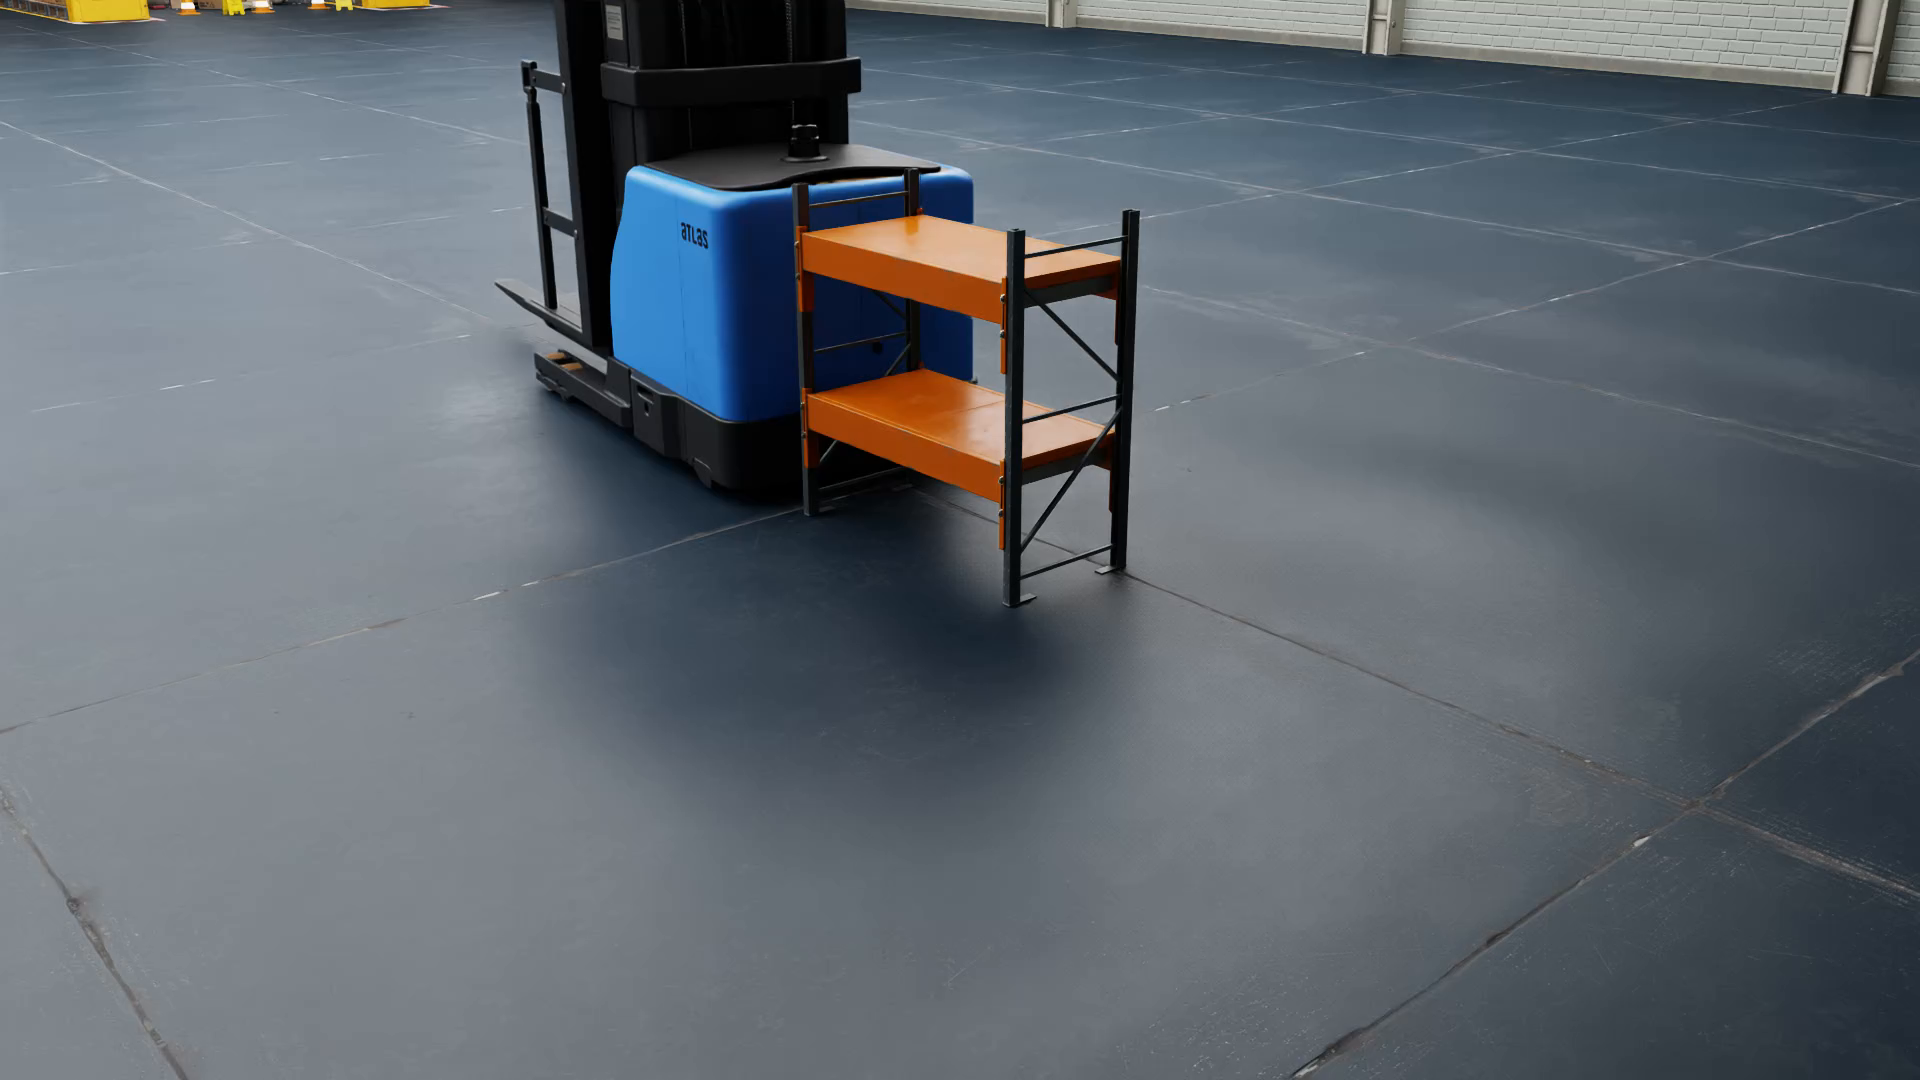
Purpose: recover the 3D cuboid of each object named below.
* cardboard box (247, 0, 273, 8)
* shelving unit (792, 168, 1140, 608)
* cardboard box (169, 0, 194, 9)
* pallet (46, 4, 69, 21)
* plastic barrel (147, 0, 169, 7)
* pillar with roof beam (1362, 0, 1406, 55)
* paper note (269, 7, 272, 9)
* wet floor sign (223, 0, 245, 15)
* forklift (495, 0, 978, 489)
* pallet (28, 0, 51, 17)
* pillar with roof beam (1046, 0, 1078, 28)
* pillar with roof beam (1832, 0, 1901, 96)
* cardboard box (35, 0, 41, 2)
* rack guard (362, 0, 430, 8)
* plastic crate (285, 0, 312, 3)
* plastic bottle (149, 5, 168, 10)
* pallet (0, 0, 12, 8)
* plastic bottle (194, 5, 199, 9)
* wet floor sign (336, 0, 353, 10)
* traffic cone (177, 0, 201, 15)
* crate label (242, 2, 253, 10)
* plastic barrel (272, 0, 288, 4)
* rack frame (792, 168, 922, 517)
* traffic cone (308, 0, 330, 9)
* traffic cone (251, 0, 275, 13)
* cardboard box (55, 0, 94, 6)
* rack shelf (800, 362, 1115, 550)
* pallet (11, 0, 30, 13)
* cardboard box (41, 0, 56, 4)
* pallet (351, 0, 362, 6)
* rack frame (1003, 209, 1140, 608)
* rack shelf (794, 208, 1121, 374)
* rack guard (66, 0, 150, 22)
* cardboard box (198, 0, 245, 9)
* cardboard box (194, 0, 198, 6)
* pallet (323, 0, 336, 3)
[{"bbox_3d":[-12.628,-9.675,29.983,0.380,0.149,0.250,-4,22,-10],"label":"cardboard box"},{"bbox_3d":[-0.004,-0.526,5.284,0.538,1.125,1.048,-17,27,-37],"label":"shelving unit"},{"bbox_3d":[-14.020,-9.711,29.914,0.396,0.266,0.258,-12,25,-28],"label":"cardboard box"},{"bbox_3d":[-14.507,-8.819,27.712,1.003,0.211,1.213,-17,27,-37],"label":"pallet"},{"bbox_3d":[-14.635,-9.873,30.110,0.512,0.421,0.421,0,21,-1],"label":"plastic barrel"},{"bbox_3d":[2.232,-9.507,17.417,9.100,9.000,0.400,-17,27,-37],"label":"pillar with roof beam"},{"bbox_3d":[-12.367,-9.527,29.765,0.142,0.019,0.148,12,24,27],"label":"paper note"},{"bbox_3d":[-12.407,-9.283,28.299,0.232,0.644,0.267,17,27,36],"label":"wet floor sign"},{"bbox_3d":[-1.159,-2.024,6.632,1.130,2.935,3.031,-13,25,-30],"label":"forklift"},{"bbox_3d":[-15.300,-9.156,28.572,1.003,0.211,1.213,-17,27,-37],"label":"pallet"},{"bbox_3d":[-1.684,-11.165,21.650,9.100,9.000,0.400,-17,27,-37],"label":"pillar with roof beam"},{"bbox_3d":[6.149,-7.849,13.185,9.100,9.000,0.400,-17,27,-37],"label":"pillar with roof beam"},{"bbox_3d":[-15.588,-9.788,28.700,0.875,0.875,0.875,-17,27,-37],"label":"cardboard box"},{"bbox_3d":[-10.292,-9.979,30.276,1.175,0.500,0.348,-17,27,-37],"label":"rack guard"},{"bbox_3d":[-12.450,-10.238,31.515,0.583,0.080,0.402,12,24,27],"label":"plastic crate"},{"bbox_3d":[-14.284,-9.494,29.639,0.133,0.061,0.283,12,24,27],"label":"plastic bottle"},{"bbox_3d":[-17.098,-9.917,30.515,1.003,0.211,1.213,-17,27,-37],"label":"pallet"},{"bbox_3d":[-13.713,-9.497,29.648,0.283,0.061,0.133,12,24,27],"label":"plastic bottle"},{"bbox_3d":[-10.929,-9.718,29.412,0.267,0.644,0.232,-8,23,-19],"label":"wet floor sign"},{"bbox_3d":[-13.197,-9.219,28.387,0.336,0.463,0.334,-17,27,-37],"label":"traffic cone"},{"bbox_3d":[-12.679,-9.445,29.410,0.298,0.136,0.250,7,23,18],"label":"crate label"},{"bbox_3d":[-12.737,-10.132,30.773,0.512,0.421,0.421,0,21,-1],"label":"plastic barrel"},{"bbox_3d":[-0.336,-0.666,5.642,0.500,1.125,0.032,-17,27,-37],"label":"rack frame"},{"bbox_3d":[-11.500,-9.752,29.749,0.336,0.463,0.334,-17,27,-37],"label":"traffic cone"},{"bbox_3d":[-12.119,-9.394,28.834,0.336,0.463,0.334,-17,27,-37],"label":"traffic cone"},{"bbox_3d":[-14.419,-9.293,27.436,0.875,0.875,0.875,-17,27,-37],"label":"cardboard box"},{"bbox_3d":[-0.004,-0.298,5.373,0.538,0.278,1.000,-17,27,-37],"label":"rack shelf"},{"bbox_3d":[-16.100,-9.493,29.433,1.003,0.211,1.213,-17,27,-37],"label":"pallet"},{"bbox_3d":[-14.995,-9.536,28.055,0.875,0.875,0.875,-18,28,-38],"label":"cardboard box"},{"bbox_3d":[-10.795,-10.077,30.923,1.003,0.211,1.213,-17,27,-37],"label":"pallet"},{"bbox_3d":[0.327,-0.385,4.925,0.500,1.125,0.032,-17,27,-37],"label":"rack frame"},{"bbox_3d":[-0.004,-0.798,5.177,0.538,0.278,1.000,-17,27,-37],"label":"rack shelf"},{"bbox_3d":[-13.911,-8.745,27.126,1.175,0.500,0.348,-17,27,-37],"label":"rack guard"},{"bbox_3d":[-13.307,-9.842,29.922,0.637,0.503,0.797,3,22,9],"label":"cardboard box"},{"bbox_3d":[-13.923,-10.162,30.552,0.797,0.637,0.503,-17,27,-37],"label":"cardboard box"},{"bbox_3d":[-11.587,-10.414,31.784,1.003,0.211,1.213,-17,27,-37],"label":"pallet"}]
